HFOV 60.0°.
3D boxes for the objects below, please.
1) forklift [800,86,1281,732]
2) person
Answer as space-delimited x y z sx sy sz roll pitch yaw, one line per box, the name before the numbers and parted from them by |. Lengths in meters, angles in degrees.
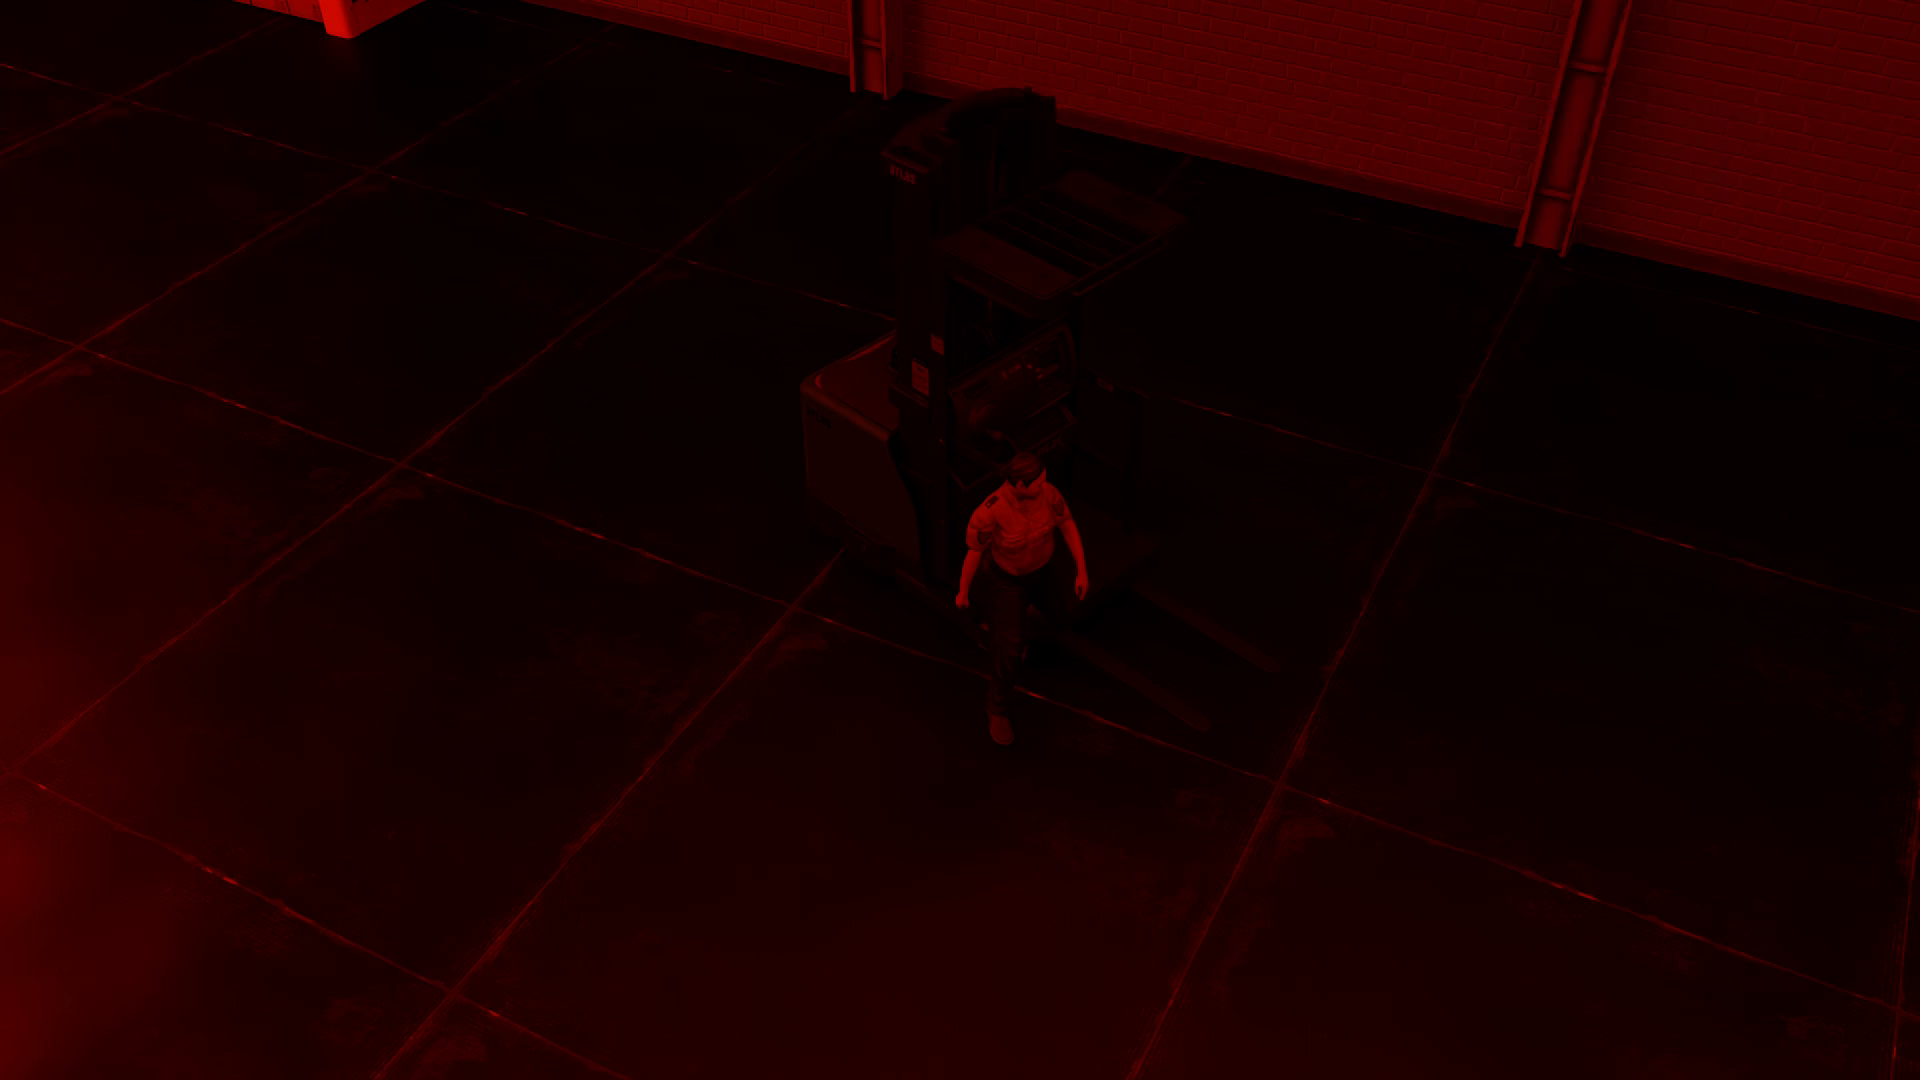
forklift | 0.448 -0.783 8.917 3.031 2.935 1.130 33 50 33
person | 0.271 0.213 8.794 0.689 1.554 0.718 -28 47 -29
